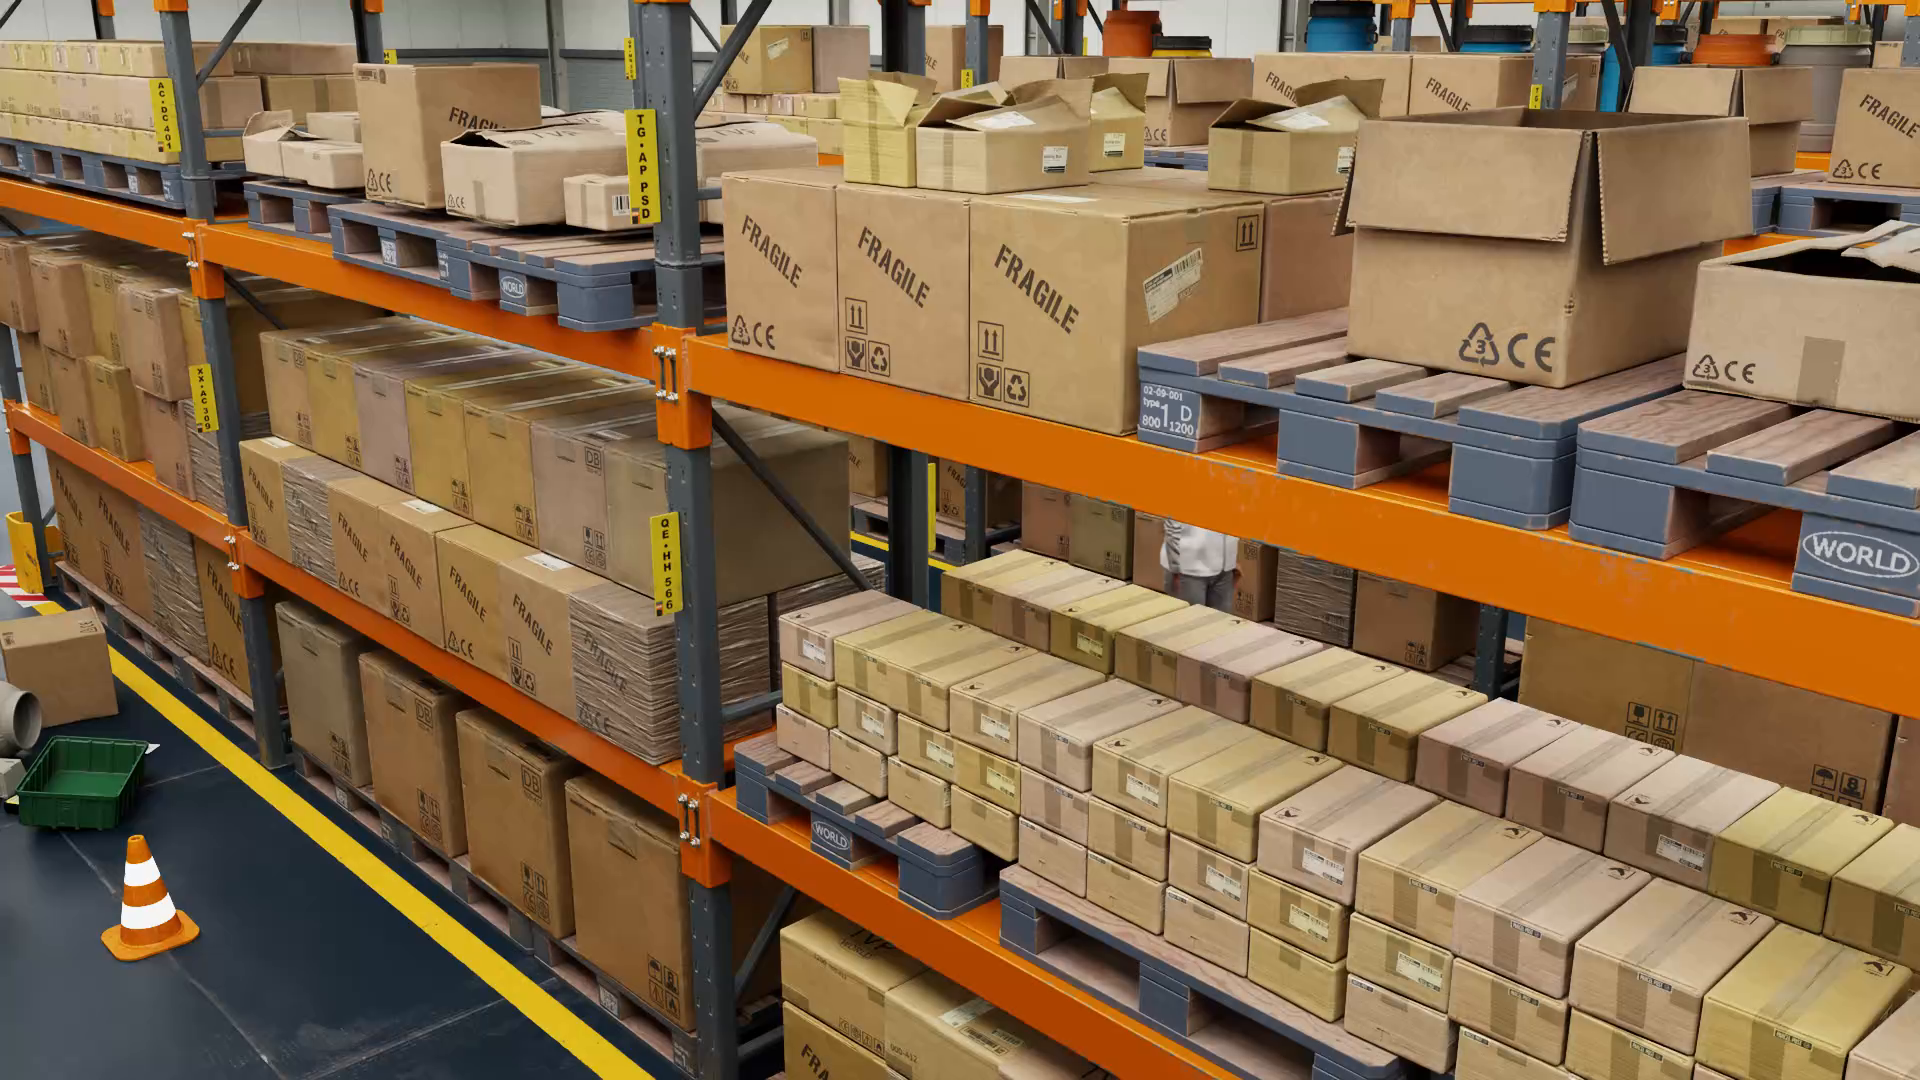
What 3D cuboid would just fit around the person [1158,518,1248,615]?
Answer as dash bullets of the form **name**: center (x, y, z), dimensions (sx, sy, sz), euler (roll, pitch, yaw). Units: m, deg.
- **person**: center (1.320, 0.154, 9.049), dimensions (0.540, 1.759, 0.389), euler (-15, 23, -40)
